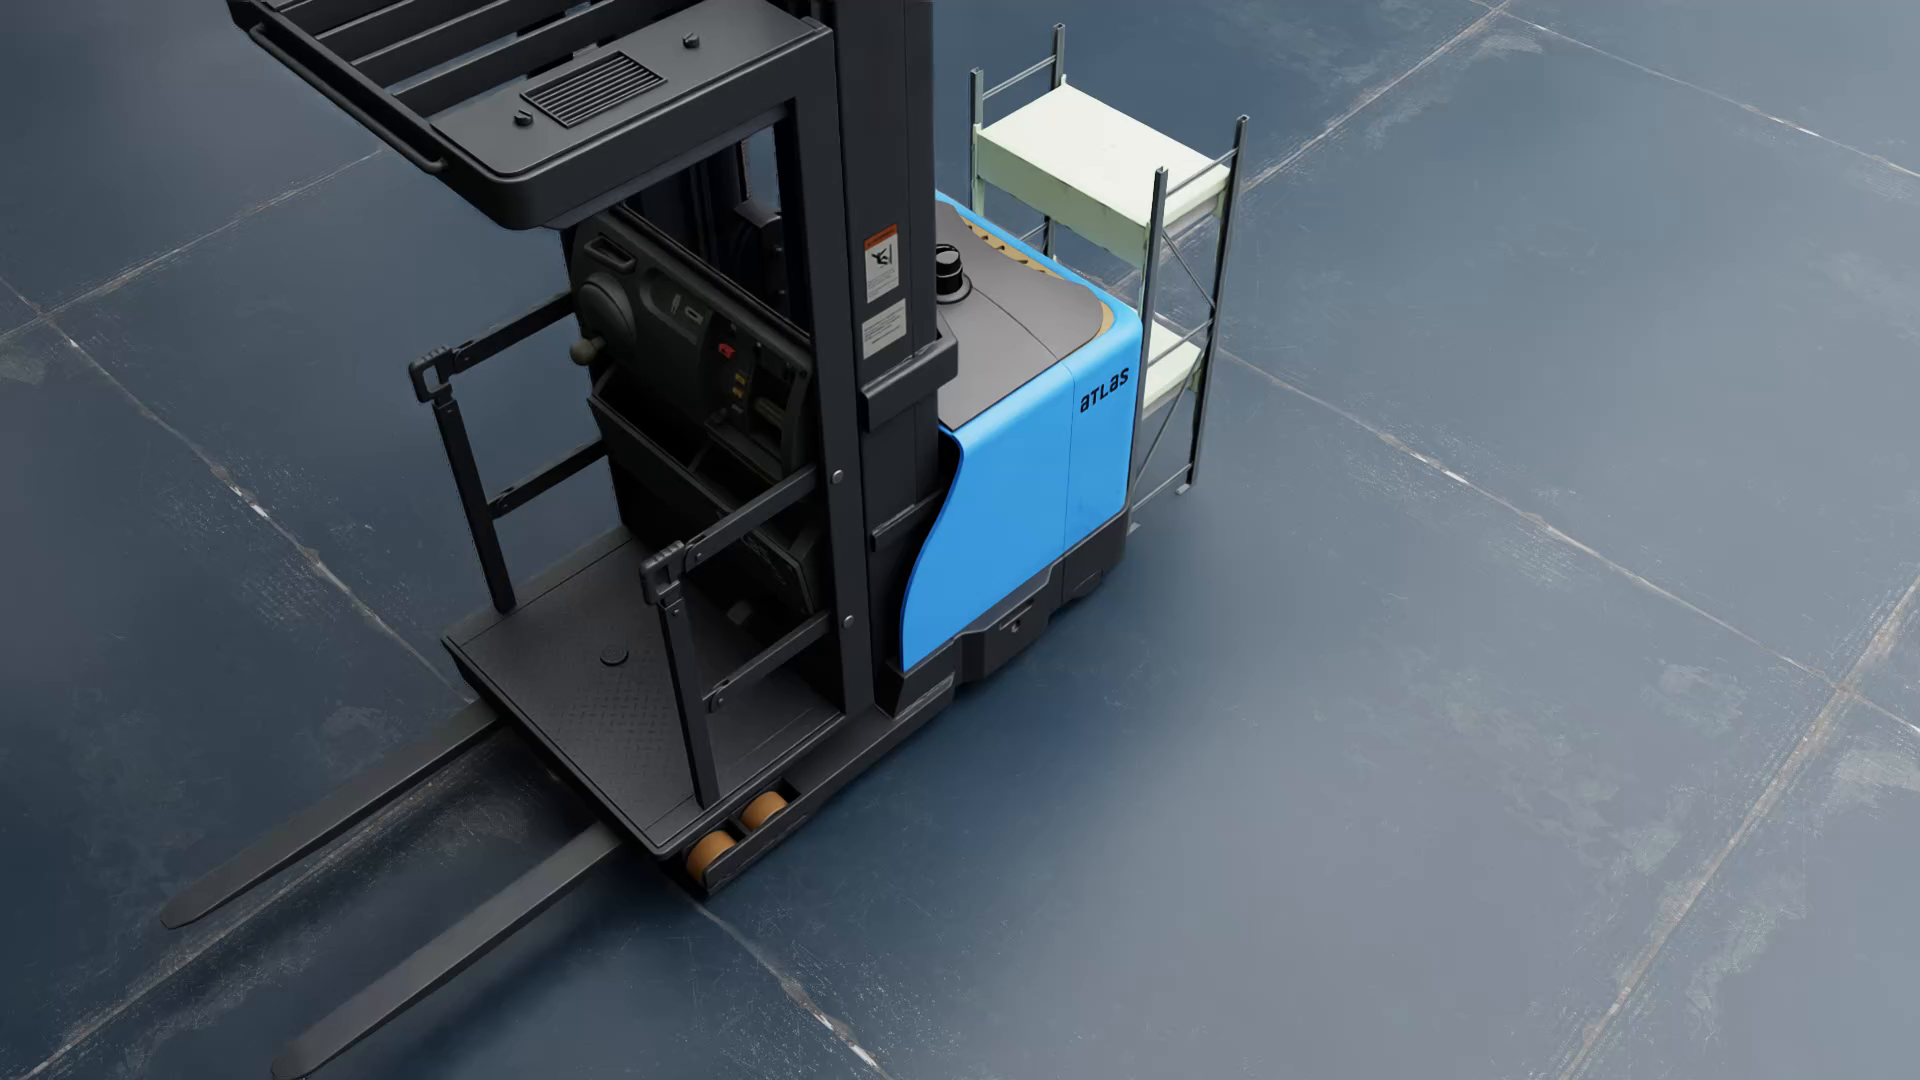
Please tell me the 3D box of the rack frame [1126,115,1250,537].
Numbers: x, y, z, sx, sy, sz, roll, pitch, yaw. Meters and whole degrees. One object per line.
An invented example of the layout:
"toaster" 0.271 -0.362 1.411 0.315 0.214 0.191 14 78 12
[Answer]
"rack frame" 0.697 -0.622 5.305 0.400 1.500 0.023 -36 56 -29

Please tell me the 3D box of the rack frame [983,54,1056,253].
"rack frame" 0.181 -1.001 5.661 0.380 1.308 0.010 -36 56 -29

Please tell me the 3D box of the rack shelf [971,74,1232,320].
"rack shelf" 0.438 -1.078 5.198 0.431 0.370 0.720 -36 56 -29

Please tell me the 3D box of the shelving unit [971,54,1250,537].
"shelving unit" 0.441 -0.809 5.481 0.431 1.500 0.748 -36 56 -29

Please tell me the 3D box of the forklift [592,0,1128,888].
"forklift" 2.630 -8.489 11.754 21.305 2.867 12.119 -35 56 -29

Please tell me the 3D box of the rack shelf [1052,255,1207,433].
"rack shelf" 0.438 -0.588 5.721 0.431 0.370 0.720 -36 56 -29
